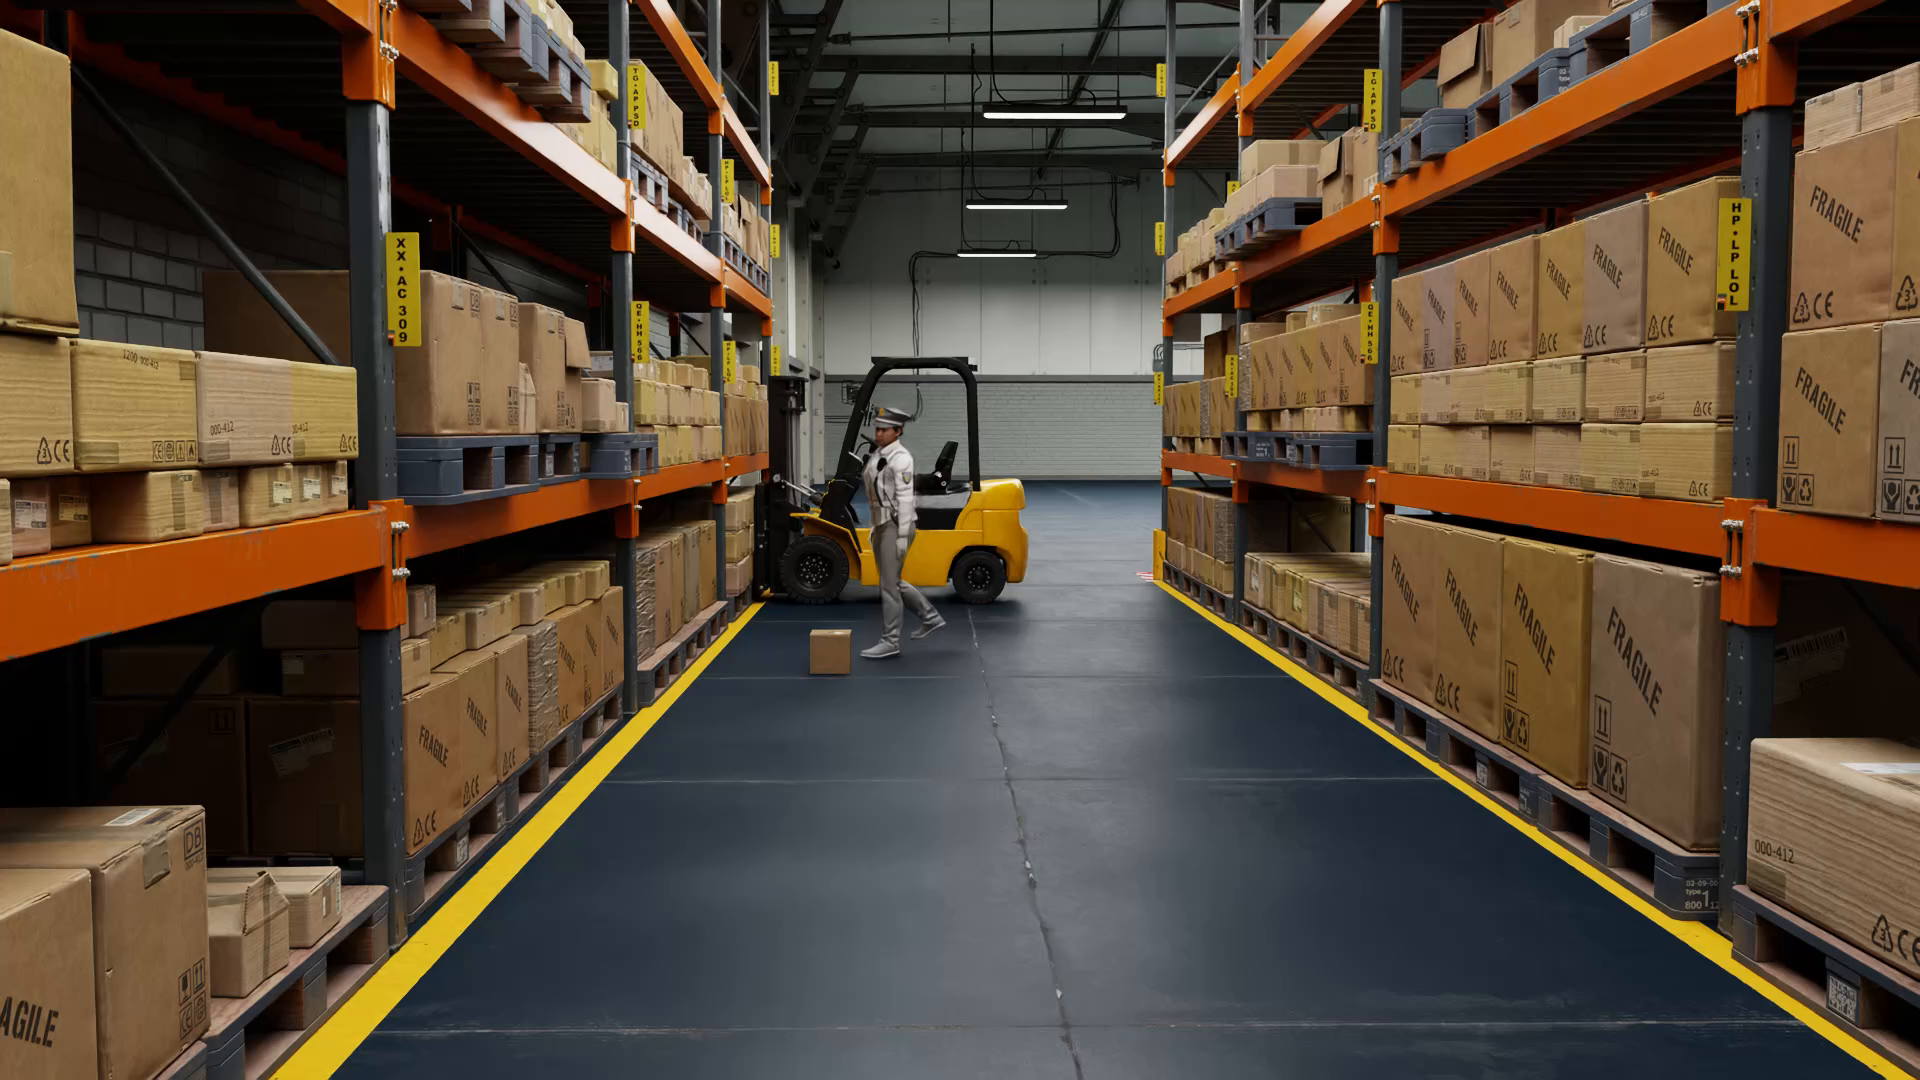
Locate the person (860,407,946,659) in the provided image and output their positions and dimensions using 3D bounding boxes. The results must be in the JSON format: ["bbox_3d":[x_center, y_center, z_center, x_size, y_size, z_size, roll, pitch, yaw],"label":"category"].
[{"bbox_3d":[-0.377,-0.057,11.153,0.655,1.667,0.500,-1,4,-21],"label":"person"}]
